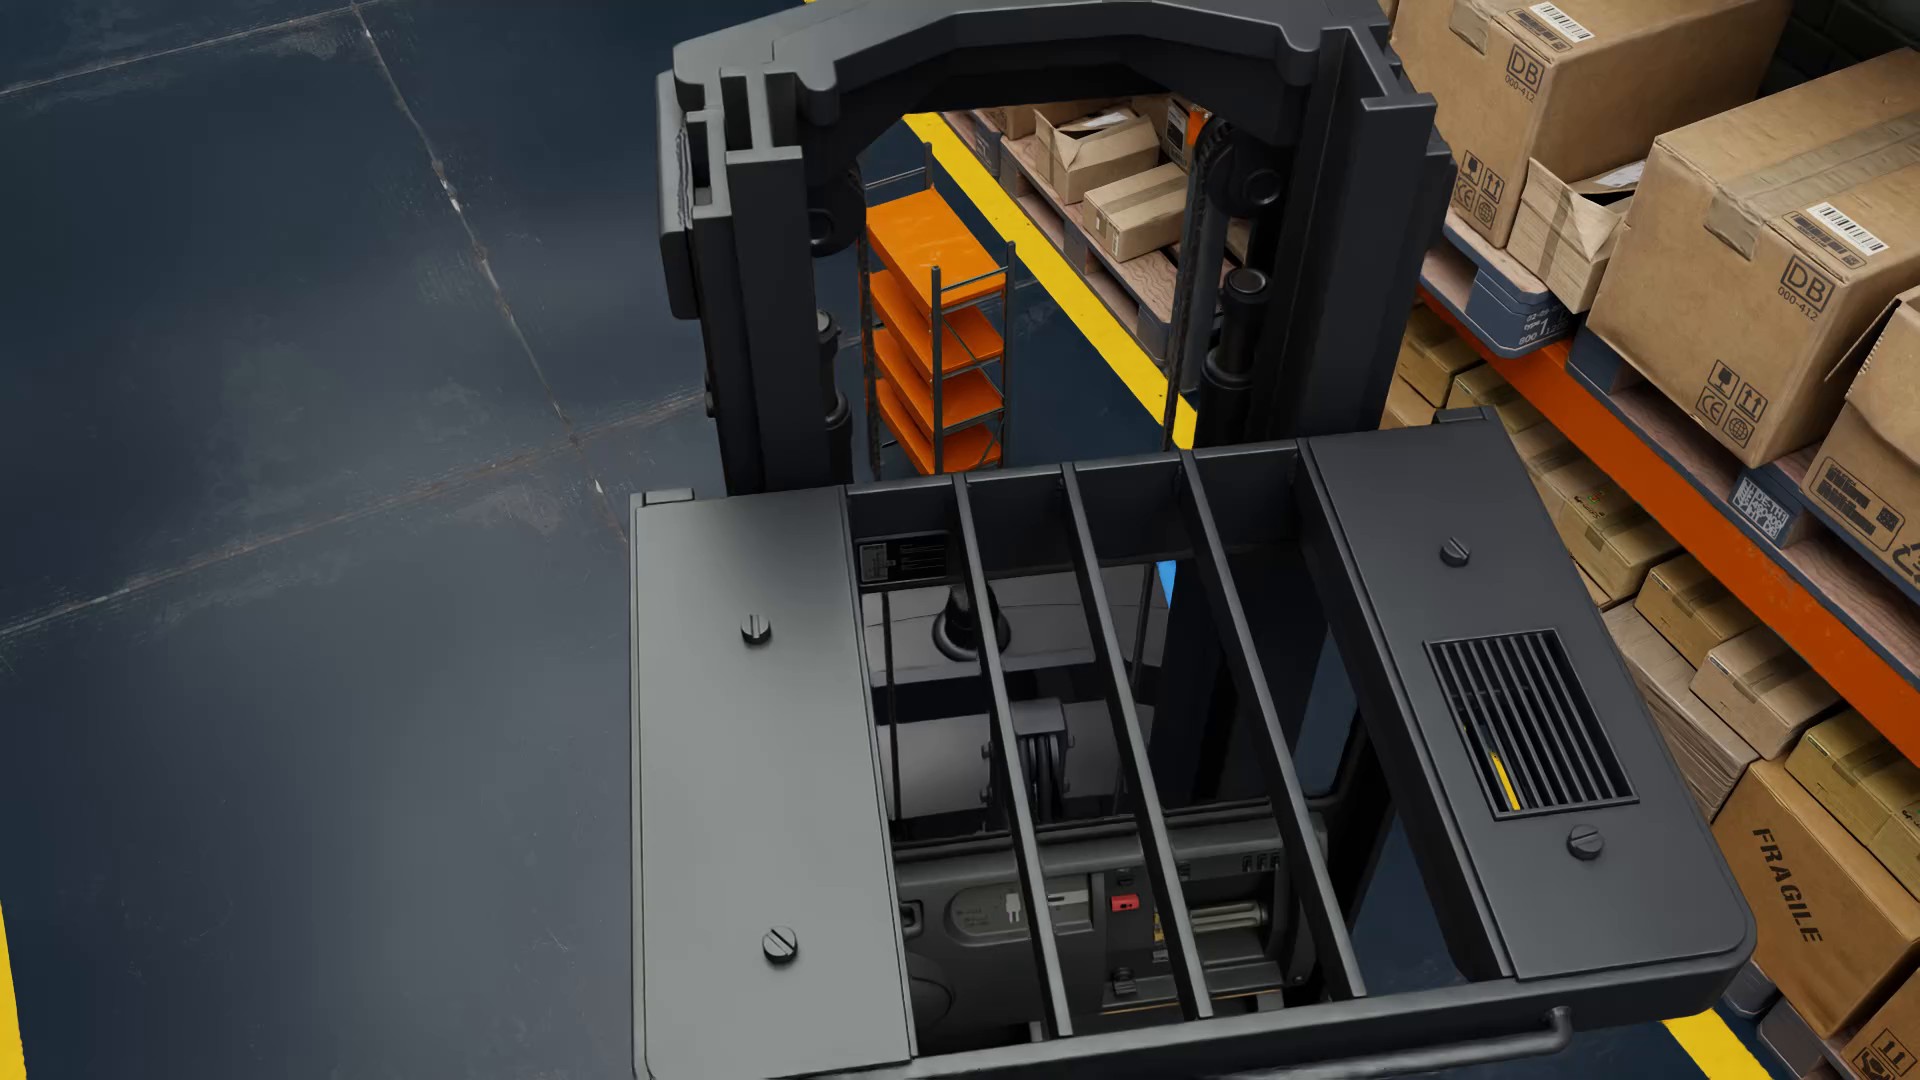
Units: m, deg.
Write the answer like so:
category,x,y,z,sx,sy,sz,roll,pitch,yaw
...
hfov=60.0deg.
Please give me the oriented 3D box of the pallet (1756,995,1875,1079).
category,x,y,z,sx,sy,sz,roll,pitch,yaw
pallet,2.698,1.391,3.893,1.003,0.211,1.213,-21,52,-18

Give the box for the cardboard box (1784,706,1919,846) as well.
category,x,y,z,sx,sy,sz,roll,pitch,yaw
cardboard box,2.126,0.491,3.778,0.380,0.149,0.250,-22,52,-18

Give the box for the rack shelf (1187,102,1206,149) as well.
category,x,y,z,sx,sy,sz,roll,pitch,yaw
rack shelf,0.260,-2.793,6.178,1.077,0.370,4.000,-21,52,-18

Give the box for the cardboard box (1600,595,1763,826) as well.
category,x,y,z,sx,sy,sz,roll,pitch,yaw
cardboard box,1.906,0.432,4.261,0.500,0.500,0.500,-23,53,-19

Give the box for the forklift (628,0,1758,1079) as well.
category,x,y,z,sx,sy,sz,roll,pitch,yaw
forklift,0.180,0.791,2.611,1.130,2.935,3.031,-6,49,-5

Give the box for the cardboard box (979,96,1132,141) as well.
category,x,y,z,sx,sy,sz,roll,pitch,yaw
cardboard box,0.372,-1.962,6.354,0.700,0.500,0.500,-23,53,-19

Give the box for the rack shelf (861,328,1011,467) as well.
category,x,y,z,sx,sy,sz,roll,pitch,yaw
rack shelf,-0.076,-0.462,4.946,0.258,0.148,0.480,-21,52,-18

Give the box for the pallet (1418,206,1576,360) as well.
category,x,y,z,sx,sy,sz,roll,pitch,yaw
pallet,1.444,-1.056,4.308,1.003,0.211,1.213,-21,52,-18

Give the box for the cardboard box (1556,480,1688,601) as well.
category,x,y,z,sx,sy,sz,roll,pitch,yaw
cardboard box,1.756,-0.036,4.240,0.380,0.149,0.250,-19,52,-16

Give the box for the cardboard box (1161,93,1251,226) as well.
category,x,y,z,sx,sy,sz,roll,pitch,yaw
cardboard box,1.083,-1.468,6.048,0.500,0.311,0.500,-19,52,-16

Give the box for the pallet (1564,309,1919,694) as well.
category,x,y,z,sx,sy,sz,roll,pitch,yaw
pallet,2.112,-0.251,3.604,1.003,0.211,1.213,-21,52,-18

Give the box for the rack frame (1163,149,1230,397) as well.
category,x,y,z,sx,sy,sz,roll,pitch,yaw
rack frame,1.176,-1.691,4.737,1.000,3.000,0.127,-21,52,-18

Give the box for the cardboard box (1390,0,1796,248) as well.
category,x,y,z,sx,sy,sz,roll,pitch,yaw
cardboard box,1.435,-1.115,3.887,0.700,0.500,0.500,-21,52,-17

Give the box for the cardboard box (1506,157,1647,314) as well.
category,x,y,z,sx,sy,sz,roll,pitch,yaw
cardboard box,1.470,-0.723,3.700,0.396,0.266,0.258,-19,51,-16

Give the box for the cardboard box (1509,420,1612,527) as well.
category,x,y,z,sx,sy,sz,roll,pitch,yaw
cardboard box,1.645,-0.203,4.386,0.380,0.149,0.250,-21,52,-18

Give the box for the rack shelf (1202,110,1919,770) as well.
category,x,y,z,sx,sy,sz,roll,pitch,yaw
rack shelf,2.091,-0.116,3.837,1.077,0.370,4.000,-21,52,-18

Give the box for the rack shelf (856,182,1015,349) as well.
category,x,y,z,sx,sy,sz,roll,pitch,yaw
rack shelf,-0.076,-0.765,4.599,0.258,0.148,0.480,-21,52,-18

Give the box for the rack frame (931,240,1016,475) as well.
category,x,y,z,sx,sy,sz,roll,pitch,yaw
rack frame,0.036,-0.342,4.752,0.240,1.200,0.015,-21,52,-18

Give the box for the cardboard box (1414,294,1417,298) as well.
category,x,y,z,sx,sy,sz,roll,pitch,yaw
cardboard box,1.265,-0.829,4.735,0.380,0.149,0.250,-24,53,-19

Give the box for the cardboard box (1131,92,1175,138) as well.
category,x,y,z,sx,sy,sz,roll,pitch,yaw
cardboard box,0.885,-1.705,6.363,0.380,0.149,0.250,-22,52,-18

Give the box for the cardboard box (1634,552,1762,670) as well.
category,x,y,z,sx,sy,sz,roll,pitch,yaw
cardboard box,1.906,0.134,4.090,0.380,0.149,0.250,-21,52,-17

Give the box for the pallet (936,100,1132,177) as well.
category,x,y,z,sx,sy,sz,roll,pitch,yaw
pallet,0.300,-2.051,6.904,1.003,0.211,1.213,-21,52,-18

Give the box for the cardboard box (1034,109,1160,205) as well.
category,x,y,z,sx,sy,sz,roll,pitch,yaw
cardboard box,0.496,-1.440,6.054,0.396,0.266,0.258,-19,52,-16

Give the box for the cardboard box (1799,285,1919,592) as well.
category,x,y,z,sx,sy,sz,roll,pitch,yaw
cardboard box,2.095,-0.215,3.098,0.797,0.503,0.637,-22,52,-18

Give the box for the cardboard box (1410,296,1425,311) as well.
category,x,y,z,sx,sy,sz,roll,pitch,yaw
cardboard box,1.299,-0.730,4.846,0.380,0.149,0.250,-22,53,-19

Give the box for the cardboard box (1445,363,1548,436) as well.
category,x,y,z,sx,sy,sz,roll,pitch,yaw
cardboard box,1.564,-0.383,4.543,0.380,0.149,0.250,-22,52,-18

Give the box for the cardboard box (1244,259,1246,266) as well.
category,x,y,z,sx,sy,sz,roll,pitch,yaw
cardboard box,1.197,-0.605,5.168,0.500,0.500,0.500,-19,52,-16

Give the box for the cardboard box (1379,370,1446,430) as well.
category,x,y,z,sx,sy,sz,roll,pitch,yaw
cardboard box,1.449,-0.252,4.860,0.500,0.500,0.500,-22,52,-18

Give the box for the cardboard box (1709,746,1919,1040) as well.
category,x,y,z,sx,sy,sz,roll,pitch,yaw
cardboard box,2.160,0.774,3.962,0.500,0.500,0.500,-19,52,-16

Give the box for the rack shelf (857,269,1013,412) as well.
category,x,y,z,sx,sy,sz,roll,pitch,yaw
rack shelf,-0.076,-0.609,4.778,0.258,0.148,0.480,-21,52,-18

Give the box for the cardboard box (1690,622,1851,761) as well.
category,x,y,z,sx,sy,sz,roll,pitch,yaw
cardboard box,1.973,0.316,3.931,0.380,0.149,0.250,-23,53,-19

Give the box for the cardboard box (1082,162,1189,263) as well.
category,x,y,z,sx,sy,sz,roll,pitch,yaw
cardboard box,0.660,-1.163,5.889,0.380,0.149,0.250,-23,53,-19

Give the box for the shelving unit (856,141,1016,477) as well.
category,x,y,z,sx,sy,sz,roll,pitch,yaw
shelving unit,-0.076,-0.506,4.895,0.258,1.200,0.503,-21,52,-18

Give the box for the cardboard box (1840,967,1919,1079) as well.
category,x,y,z,sx,sy,sz,roll,pitch,yaw
cardboard box,2.402,1.123,3.657,0.500,0.500,0.500,-22,52,-18

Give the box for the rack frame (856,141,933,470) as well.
category,x,y,z,sx,sy,sz,roll,pitch,yaw
rack frame,-0.187,-0.669,5.038,0.240,1.200,0.015,-21,52,-18

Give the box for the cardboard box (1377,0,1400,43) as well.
category,x,y,z,sx,sy,sz,roll,pitch,yaw
cardboard box,1.198,-1.462,4.190,0.700,0.500,0.500,-20,52,-17

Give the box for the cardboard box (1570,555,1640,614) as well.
category,x,y,z,sx,sy,sz,roll,pitch,yaw
cardboard box,1.674,0.083,4.566,0.500,0.500,0.500,-23,53,-19

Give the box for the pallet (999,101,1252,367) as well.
category,x,y,z,sx,sy,sz,roll,pitch,yaw
pallet,0.862,-1.233,6.189,1.003,0.211,1.213,-21,52,-18

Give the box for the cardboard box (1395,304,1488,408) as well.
category,x,y,z,sx,sy,sz,roll,pitch,yaw
cardboard box,1.426,-0.562,4.699,0.380,0.149,0.250,-24,53,-19

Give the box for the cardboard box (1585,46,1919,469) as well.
category,x,y,z,sx,sy,sz,roll,pitch,yaw
cardboard box,1.794,-0.590,3.428,0.700,0.500,0.500,-21,52,-18

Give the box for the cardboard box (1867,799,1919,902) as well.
category,x,y,z,sx,sy,sz,roll,pitch,yaw
cardboard box,2.241,0.658,3.633,0.380,0.149,0.250,-20,52,-16

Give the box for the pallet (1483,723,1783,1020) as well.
category,x,y,z,sx,sy,sz,roll,pitch,yaw
pallet,2.144,0.576,4.606,1.003,0.211,1.213,-21,52,-18

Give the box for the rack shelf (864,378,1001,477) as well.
category,x,y,z,sx,sy,sz,roll,pitch,yaw
rack shelf,-0.076,-0.331,5.095,0.258,0.148,0.480,-21,52,-18
